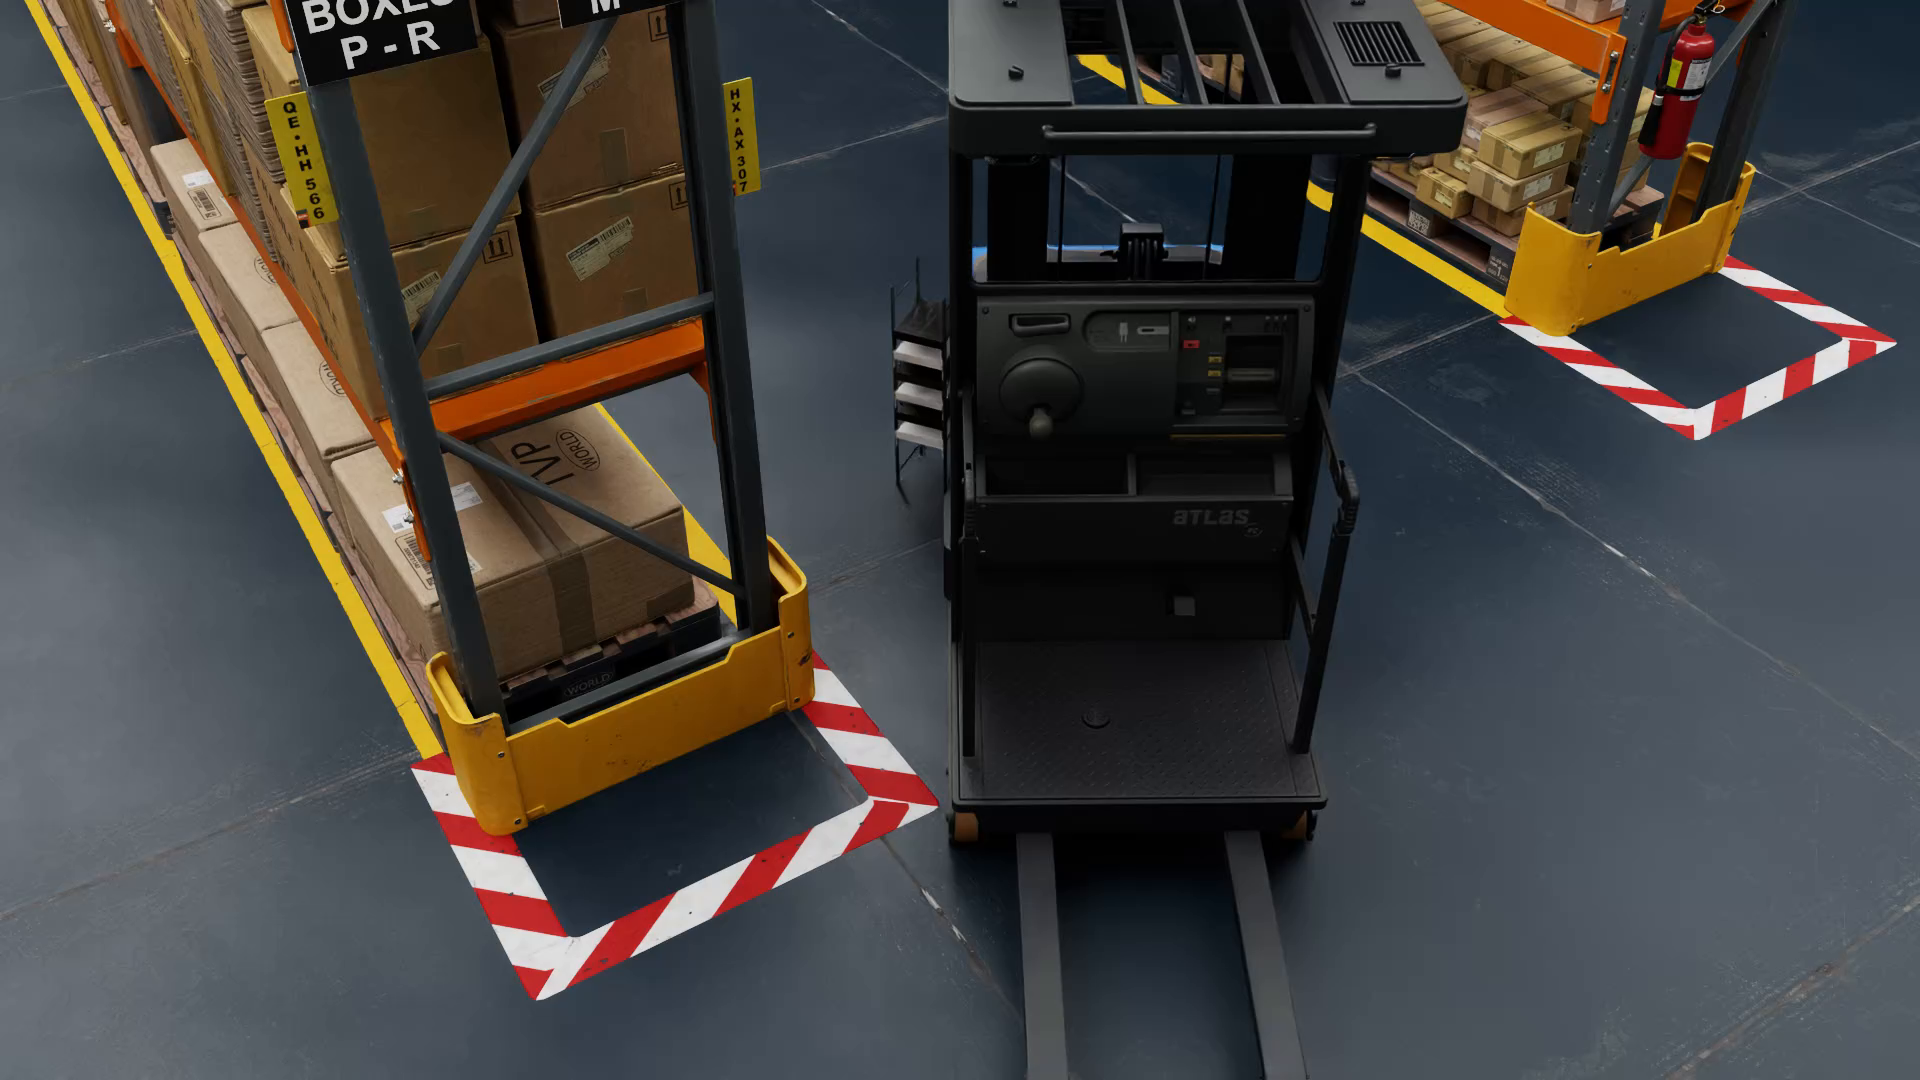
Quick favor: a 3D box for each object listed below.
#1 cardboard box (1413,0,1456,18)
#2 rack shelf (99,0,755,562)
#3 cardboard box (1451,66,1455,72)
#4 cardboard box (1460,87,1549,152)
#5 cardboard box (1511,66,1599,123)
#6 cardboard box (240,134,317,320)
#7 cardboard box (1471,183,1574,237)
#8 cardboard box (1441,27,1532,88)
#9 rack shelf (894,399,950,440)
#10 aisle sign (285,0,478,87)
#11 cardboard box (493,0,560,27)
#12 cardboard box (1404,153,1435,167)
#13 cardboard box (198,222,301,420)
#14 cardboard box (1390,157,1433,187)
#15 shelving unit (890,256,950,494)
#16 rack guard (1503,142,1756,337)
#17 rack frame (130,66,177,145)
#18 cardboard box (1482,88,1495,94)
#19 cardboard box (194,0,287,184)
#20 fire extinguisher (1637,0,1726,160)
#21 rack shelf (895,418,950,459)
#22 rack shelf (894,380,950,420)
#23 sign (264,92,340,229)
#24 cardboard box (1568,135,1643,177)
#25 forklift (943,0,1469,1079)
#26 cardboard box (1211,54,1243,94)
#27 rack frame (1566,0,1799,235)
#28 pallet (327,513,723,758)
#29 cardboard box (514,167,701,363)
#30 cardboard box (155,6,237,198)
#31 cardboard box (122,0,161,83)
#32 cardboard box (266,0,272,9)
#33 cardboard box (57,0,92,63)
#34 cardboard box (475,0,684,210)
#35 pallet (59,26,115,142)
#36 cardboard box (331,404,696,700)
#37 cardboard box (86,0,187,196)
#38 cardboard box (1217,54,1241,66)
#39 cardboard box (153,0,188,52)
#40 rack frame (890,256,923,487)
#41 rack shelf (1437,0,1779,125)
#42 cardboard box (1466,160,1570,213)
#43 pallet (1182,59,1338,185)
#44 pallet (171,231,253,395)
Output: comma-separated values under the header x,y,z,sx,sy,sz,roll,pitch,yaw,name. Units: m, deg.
x,y,z,sx,sy,sz,roll,pitch,yaw,name
2.337,-2.682,8.559,0.380,0.149,0.250,-22,44,-24,cardboard box
-2.138,-1.328,6.063,1.077,0.370,4.000,-22,45,-24,rack shelf
2.139,-2.190,7.969,0.380,0.149,0.250,-24,45,-26,cardboard box
2.472,-1.932,7.660,0.380,0.149,0.250,-21,44,-24,cardboard box
2.812,-2.085,7.844,0.380,0.149,0.250,-21,44,-24,cardboard box
-1.802,-1.009,5.040,0.500,0.500,0.500,-23,45,-25,cardboard box
2.598,-1.562,7.680,0.380,0.149,0.250,-21,44,-24,cardboard box
2.581,-2.371,8.186,0.380,0.149,0.250,-24,46,-26,cardboard box
-0.105,-0.504,6.345,0.200,0.077,0.258,16,42,18,rack shelf
-1.285,-1.378,3.530,0.394,0.787,0.004,-22,45,-24,aisle sign
-1.020,-1.484,4.322,0.380,0.149,0.250,-21,44,-24,cardboard box
2.251,-1.930,7.890,0.380,0.149,0.250,-24,45,-26,cardboard box
-2.484,-1.002,6.783,0.875,0.438,0.875,-24,45,-26,cardboard box
2.305,-1.838,8.012,0.380,0.149,0.250,-22,45,-25,cardboard box
-0.105,-0.599,6.266,0.210,0.900,0.258,16,42,18,shelving unit
3.016,-1.364,7.497,1.175,0.500,0.348,-22,45,-24,rack guard
-3.213,-2.684,7.128,1.000,3.000,0.127,-22,45,-24,rack frame
2.685,-2.104,8.098,0.380,0.149,0.250,-22,44,-24,cardboard box
-1.828,-1.398,4.725,0.500,0.500,0.500,-22,45,-24,cardboard box
2.803,-1.816,6.438,0.296,0.674,0.183,-22,45,-24,fire extinguisher
-0.105,-0.435,6.402,0.200,0.077,0.258,16,42,18,rack shelf
-0.105,-0.573,6.287,0.200,0.077,0.258,16,42,18,rack shelf
-1.528,-0.882,3.875,0.100,0.325,0.005,-22,45,-24,sign
2.991,-1.835,7.776,0.380,0.149,0.250,-20,44,-23,cardboard box
0.515,-0.399,4.440,1.130,2.935,3.031,0,40,0,forklift
1.563,-2.515,8.824,0.380,0.149,0.250,-23,45,-26,cardboard box
3.057,-2.284,6.647,1.000,3.000,0.127,-22,45,-24,rack frame
-1.559,0.141,5.915,1.003,0.211,1.213,-22,45,-24,pallet
-1.079,-0.921,4.935,0.500,0.500,0.500,-23,45,-25,cardboard box
-2.376,-1.557,5.698,0.500,0.500,0.500,-21,44,-23,cardboard box
-2.915,-2.106,6.356,0.500,0.500,0.500,-22,45,-24,cardboard box
-1.581,-1.450,4.282,0.380,0.149,0.250,-21,44,-24,cardboard box
-4.587,-3.304,9.203,0.875,0.875,0.875,-22,44,-24,cardboard box
-1.081,-1.305,4.614,0.500,0.500,0.500,-23,45,-25,cardboard box
-4.352,-2.663,9.280,1.003,0.211,1.213,-22,45,-24,pallet
-1.502,-0.024,5.609,0.875,0.438,0.875,-24,45,-26,cardboard box
-3.614,-2.336,8.042,0.875,0.875,0.875,-21,44,-23,cardboard box
1.557,-2.631,8.731,0.380,0.149,0.250,-23,45,-25,cardboard box
-2.360,-1.938,5.374,0.500,0.500,0.500,-23,45,-25,cardboard box
-0.198,-0.625,6.297,0.006,0.900,0.240,16,42,18,rack frame
1.981,-3.087,8.173,1.077,0.370,4.000,-22,45,-24,rack shelf
2.532,-1.651,7.554,0.380,0.149,0.250,-23,45,-25,cardboard box
1.957,-2.362,8.919,1.003,0.211,1.213,-22,45,-24,pallet
-2.871,-1.176,7.496,1.003,0.211,1.213,-22,45,-24,pallet
